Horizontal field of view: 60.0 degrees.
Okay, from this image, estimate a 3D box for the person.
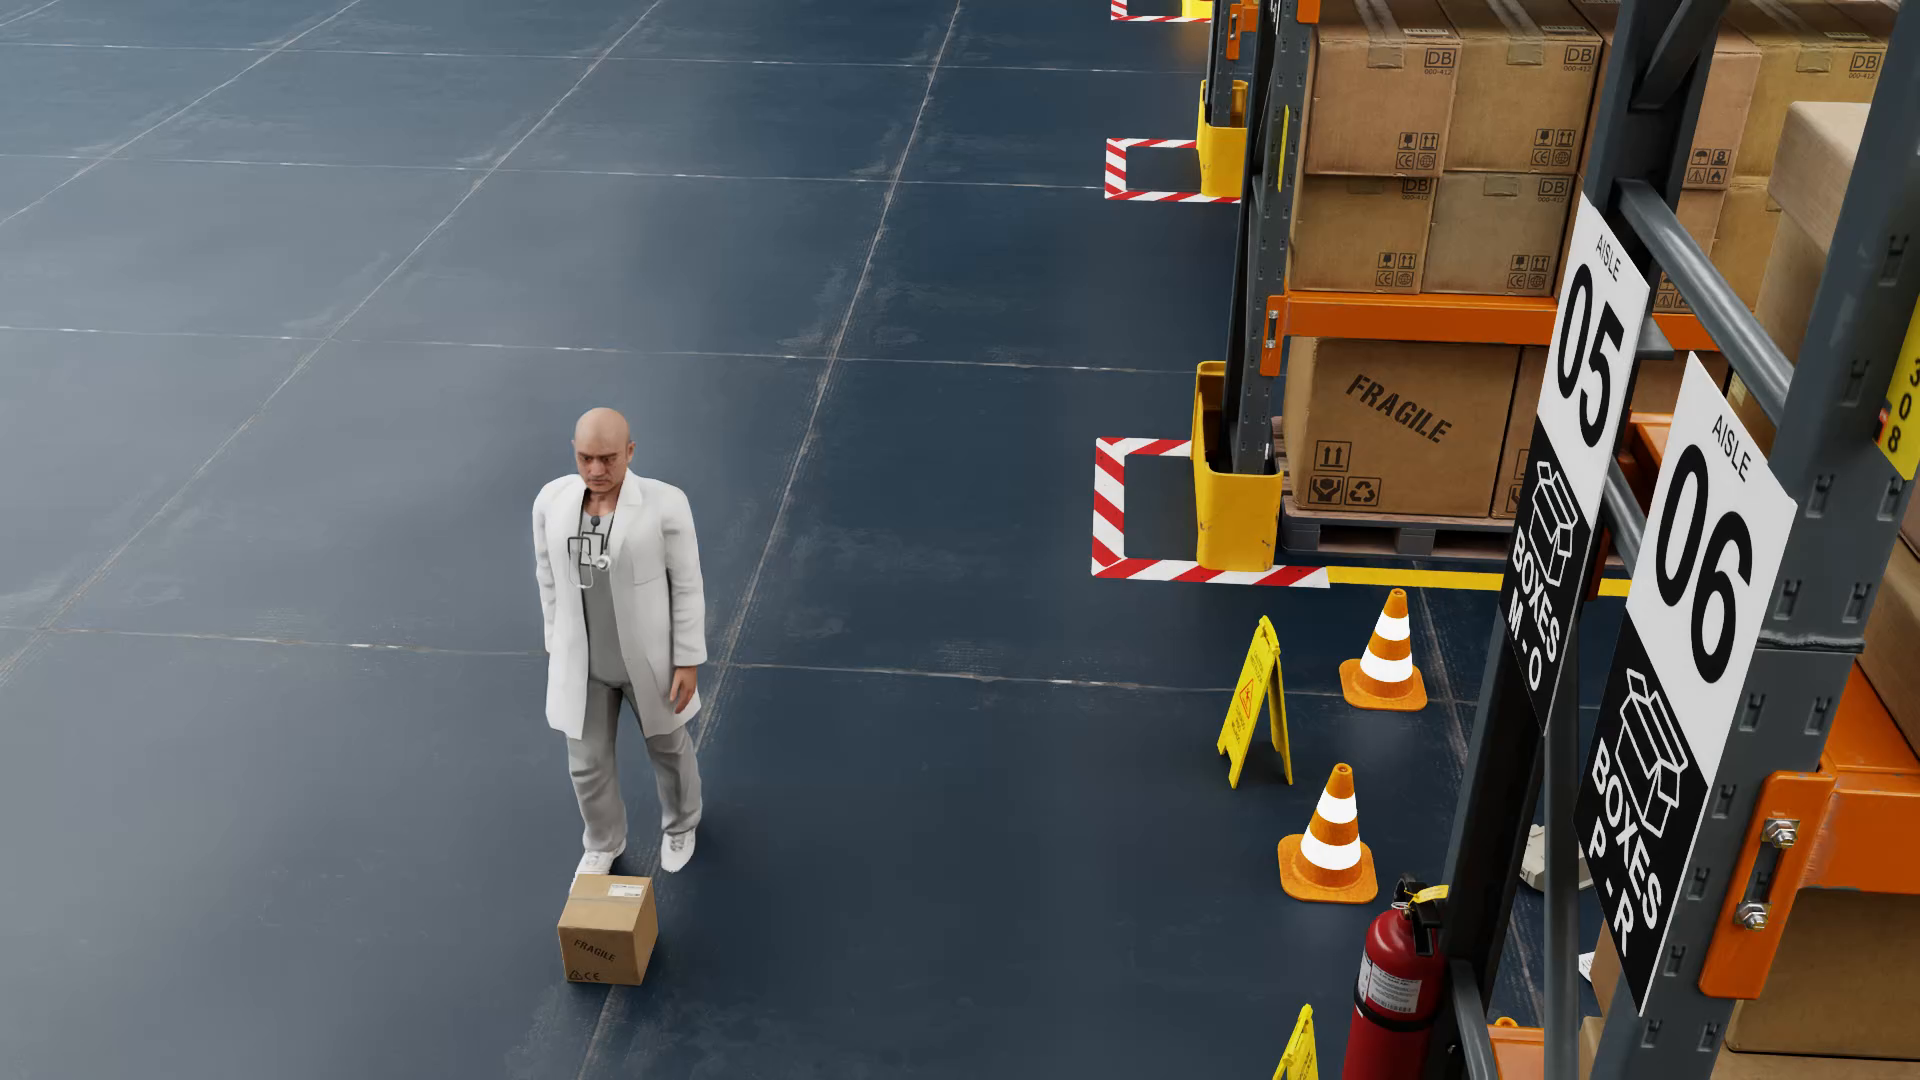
[{"bbox_3d":[-1.113,0.408,5.540,0.566,1.817,0.562,3,32,5],"label":"person"}]
